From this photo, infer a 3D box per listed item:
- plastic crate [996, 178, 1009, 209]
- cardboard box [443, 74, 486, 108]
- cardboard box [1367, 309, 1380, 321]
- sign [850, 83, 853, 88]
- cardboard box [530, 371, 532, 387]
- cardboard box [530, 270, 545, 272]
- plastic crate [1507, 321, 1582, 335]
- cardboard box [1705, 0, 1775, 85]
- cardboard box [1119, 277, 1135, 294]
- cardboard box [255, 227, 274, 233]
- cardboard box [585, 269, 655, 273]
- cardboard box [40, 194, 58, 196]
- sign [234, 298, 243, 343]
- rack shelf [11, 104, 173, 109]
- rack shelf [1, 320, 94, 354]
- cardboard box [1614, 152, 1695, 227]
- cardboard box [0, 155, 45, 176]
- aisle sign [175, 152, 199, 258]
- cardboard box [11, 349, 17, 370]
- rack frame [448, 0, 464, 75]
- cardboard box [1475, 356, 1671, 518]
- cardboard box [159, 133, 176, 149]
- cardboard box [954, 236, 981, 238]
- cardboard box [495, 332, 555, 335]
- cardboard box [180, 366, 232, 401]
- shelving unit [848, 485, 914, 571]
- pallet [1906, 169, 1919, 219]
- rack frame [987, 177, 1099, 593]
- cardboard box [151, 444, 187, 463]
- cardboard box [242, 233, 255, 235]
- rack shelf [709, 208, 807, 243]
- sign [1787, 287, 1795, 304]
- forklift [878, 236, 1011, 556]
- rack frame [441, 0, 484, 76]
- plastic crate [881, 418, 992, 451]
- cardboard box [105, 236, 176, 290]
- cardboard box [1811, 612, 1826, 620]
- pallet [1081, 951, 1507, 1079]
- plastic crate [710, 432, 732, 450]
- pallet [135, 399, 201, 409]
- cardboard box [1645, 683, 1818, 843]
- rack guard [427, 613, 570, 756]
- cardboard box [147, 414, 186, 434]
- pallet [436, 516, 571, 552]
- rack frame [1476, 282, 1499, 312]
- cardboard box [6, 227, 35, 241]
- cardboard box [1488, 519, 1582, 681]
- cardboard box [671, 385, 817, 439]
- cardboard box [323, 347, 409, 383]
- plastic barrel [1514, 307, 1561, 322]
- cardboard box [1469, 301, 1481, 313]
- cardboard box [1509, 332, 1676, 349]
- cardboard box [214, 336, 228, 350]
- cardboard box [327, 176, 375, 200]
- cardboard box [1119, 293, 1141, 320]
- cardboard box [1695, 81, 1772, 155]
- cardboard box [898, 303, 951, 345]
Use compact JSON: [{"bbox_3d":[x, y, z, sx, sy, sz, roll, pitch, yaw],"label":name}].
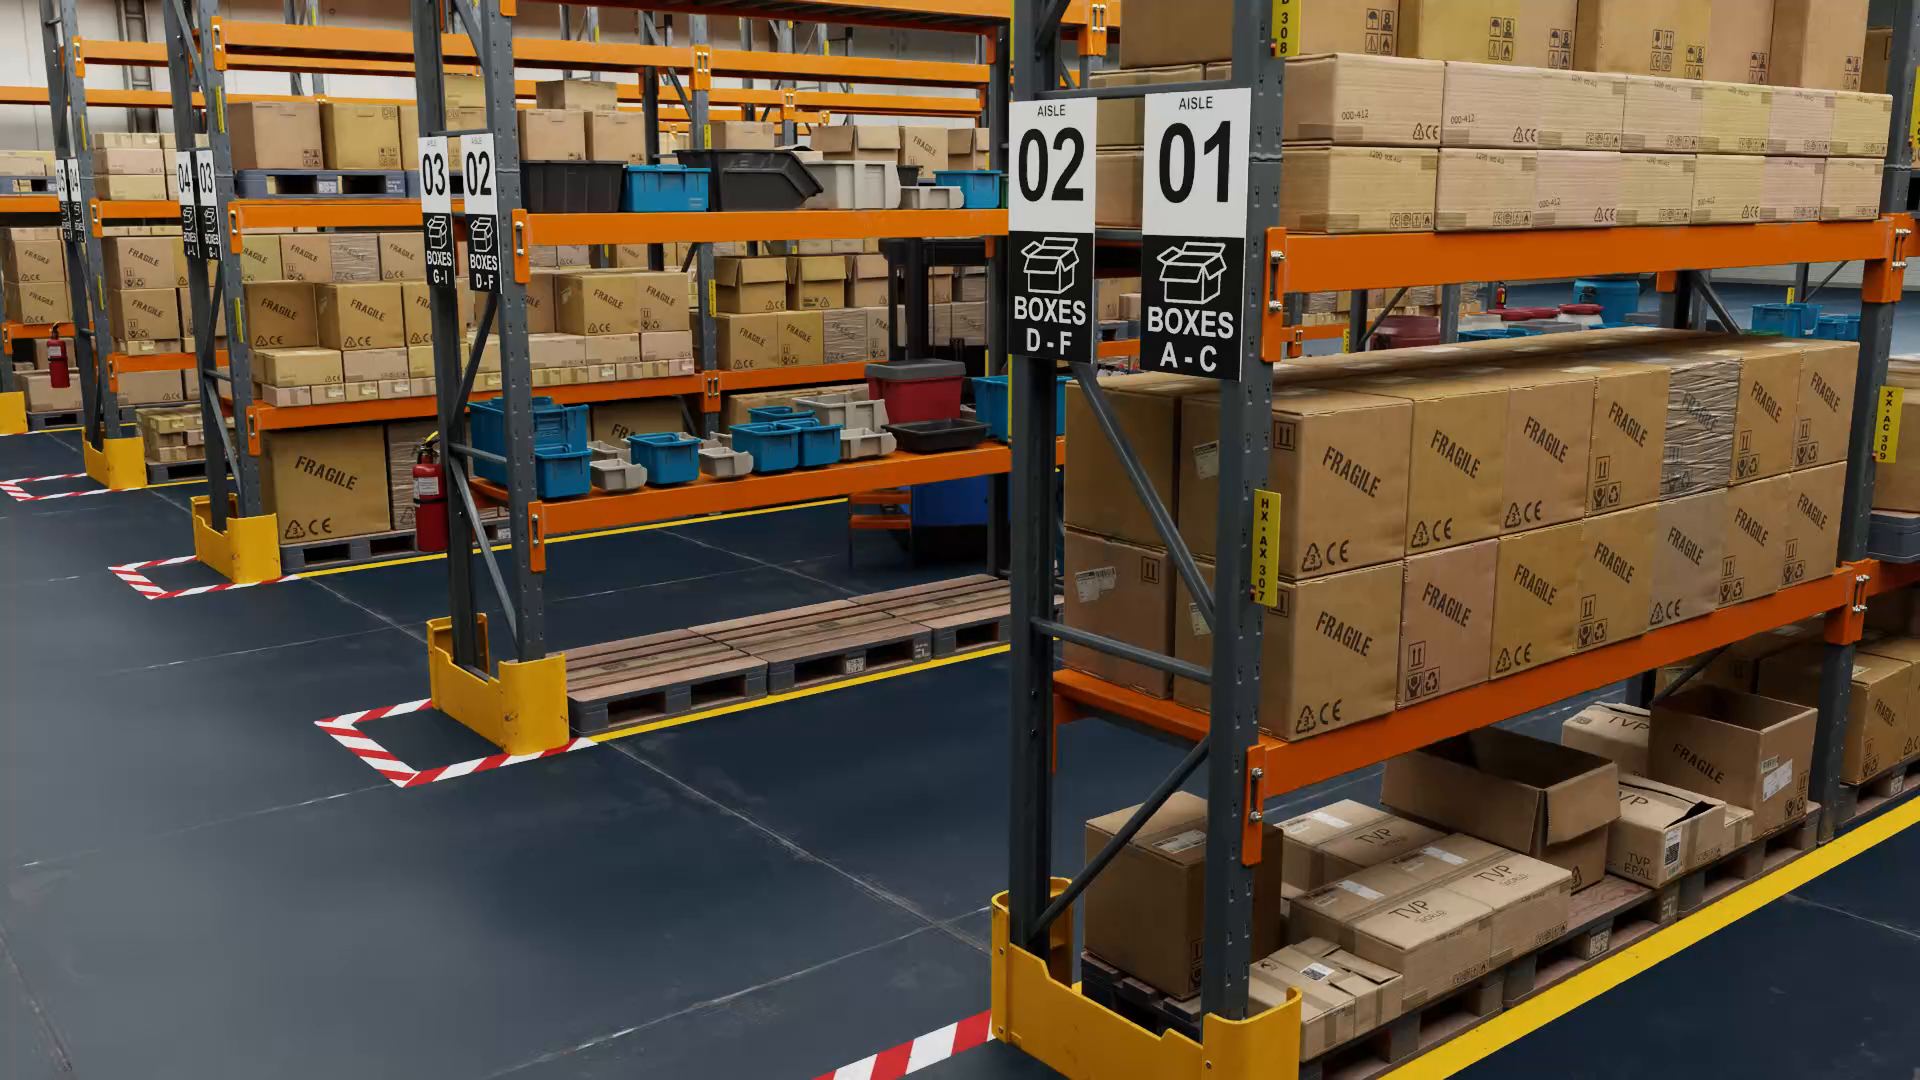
[{"bbox_3d":[0.414,-2.224,10.670,0.662,0.188,0.450,-9,15,-38],"label":"plastic crate"},{"bbox_3d":[-4.078,-3.647,13.561,0.500,0.250,0.500,-10,16,-39],"label":"cardboard box"},{"bbox_3d":[5.025,-2.828,20.831,0.250,0.149,0.380,-9,15,-38],"label":"cardboard box"},{"bbox_3d":[-2.134,-9.077,32.772,0.005,0.325,0.100,-9,15,-38],"label":"sign"},{"bbox_3d":[-3.774,-1.352,13.881,0.250,0.149,0.380,-9,15,-37],"label":"cardboard box"},{"bbox_3d":[-4.954,-3.111,19.719,0.250,0.149,0.380,-10,16,-39],"label":"cardboard box"},{"bbox_3d":[5.133,-1.675,14.640,0.583,0.464,0.402,-9,15,-38],"label":"plastic crate"},{"bbox_3d":[2.813,-2.055,6.714,0.500,0.500,0.700,-9,15,-38],"label":"cardboard box"},{"bbox_3d":[2.232,-3.958,25.184,0.500,0.550,0.875,-9,15,-38],"label":"cardboard box"},{"bbox_3d":[-9.245,-4.091,21.966,0.250,0.149,0.380,-9,15,-38],"label":"cardboard box"},{"bbox_3d":[-3.072,-2.186,15.042,0.500,0.500,0.500,-9,15,-38],"label":"cardboard box"},{"bbox_3d":[-13.549,-5.170,24.640,0.250,0.149,0.380,-10,15,-38],"label":"cardboard box"},{"bbox_3d":[-5.319,-1.620,12.262,0.005,0.325,0.100,-9,15,-38],"label":"sign"},{"bbox_3d":[-13.394,-6.501,24.821,4.000,0.370,1.077,-9,15,-38],"label":"rack shelf"},{"bbox_3d":[-10.291,-2.764,21.654,4.000,0.370,1.077,-9,15,-38],"label":"rack shelf"},{"bbox_3d":[2.258,-1.255,5.955,0.500,0.250,0.500,-9,15,-38],"label":"cardboard box"},{"bbox_3d":[-11.557,-4.577,20.351,0.500,0.250,0.500,-11,16,-43],"label":"cardboard box"},{"bbox_3d":[-5.905,-2.560,12.703,0.004,0.787,0.394,-9,15,-38],"label":"aisle sign"},{"bbox_3d":[-14.419,-2.709,24.664,0.637,0.503,0.797,-10,16,-40],"label":"cardboard box"},{"bbox_3d":[-8.709,-7.633,28.412,0.127,3.000,1.000,-9,15,-38],"label":"rack frame"},{"bbox_3d":[2.229,-0.394,6.113,0.500,0.500,0.500,-10,15,-38],"label":"cardboard box"},{"bbox_3d":[-7.818,-3.958,16.525,0.250,0.149,0.380,-9,15,-38],"label":"cardboard box"},{"bbox_3d":[-0.095,-4.029,23.233,0.500,0.500,0.700,-10,15,-39],"label":"cardboard box"},{"bbox_3d":[-3.861,-1.690,14.509,0.500,0.250,0.500,-9,15,-36],"label":"cardboard box"},{"bbox_3d":[-9.985,-2.147,22.175,0.875,0.438,0.875,-10,16,-39],"label":"cardboard box"},{"bbox_3d":[-0.619,-0.370,12.981,0.503,1.200,0.258,0,12,0],"label":"shelving unit"},{"bbox_3d":[4.201,-1.609,7.716,1.003,0.211,1.213,-9,15,-38],"label":"pallet"},{"bbox_3d":[0.556,-0.964,11.449,0.127,3.000,1.000,-9,15,-38],"label":"rack frame"},{"bbox_3d":[-8.072,-0.893,16.966,0.250,0.149,0.380,-9,15,-37],"label":"cardboard box"},{"bbox_3d":[-7.683,-2.984,17.597,0.500,0.500,0.500,-8,15,-35],"label":"cardboard box"},{"bbox_3d":[-0.976,-3.143,16.217,4.000,0.370,1.077,-9,15,-38],"label":"rack shelf"},{"bbox_3d":[9.586,-2.747,19.176,0.005,0.325,0.100,-9,15,-38],"label":"sign"},{"bbox_3d":[-0.107,-1.561,14.426,1.130,2.935,3.031,-2,12,-10],"label":"forklift"},{"bbox_3d":[-5.558,-5.520,18.459,0.127,3.000,1.000,-9,15,-38],"label":"rack frame"},{"bbox_3d":[-0.150,-0.670,10.582,0.590,0.125,0.437,-9,15,-38],"label":"plastic crate"},{"bbox_3d":[-8.165,-2.765,16.565,0.500,0.500,0.500,-10,15,-38],"label":"cardboard box"},{"bbox_3d":[4.637,0.609,8.999,0.500,0.500,0.500,-9,15,-37],"label":"cardboard box"},{"bbox_3d":[1.205,1.609,6.043,1.213,0.211,1.003,-9,15,-38],"label":"pallet"},{"bbox_3d":[-1.387,-0.598,10.212,0.250,0.136,0.298,-9,15,-38],"label":"plastic crate"},{"bbox_3d":[-10.325,-1.766,21.937,1.213,0.211,1.003,-9,15,-38],"label":"pallet"},{"bbox_3d":[3.380,0.967,7.312,0.500,0.500,0.500,-9,15,-38],"label":"cardboard box"},{"bbox_3d":[-2.578,0.783,9.240,0.348,0.500,1.175,-9,15,-38],"label":"rack guard"},{"bbox_3d":[-8.060,-1.181,16.889,0.250,0.149,0.380,-10,16,-40],"label":"cardboard box"},{"bbox_3d":[-4.134,-0.159,14.367,1.213,0.211,1.003,-9,15,-38],"label":"pallet"},{"bbox_3d":[6.832,-3.325,22.565,0.127,3.000,1.000,-9,15,-38],"label":"rack frame"},{"bbox_3d":[-11.402,-3.713,20.181,0.250,0.149,0.380,-9,15,-36],"label":"cardboard box"},{"bbox_3d":[1.829,0.162,5.902,0.500,0.500,0.500,-9,15,-38],"label":"cardboard box"},{"bbox_3d":[-2.051,-1.020,15.816,0.875,0.875,1.225,-9,15,-37],"label":"cardboard box"},{"bbox_3d":[-4.716,-1.408,13.182,0.500,0.250,0.500,-10,15,-38],"label":"cardboard box"},{"bbox_3d":[5.346,-1.885,15.458,0.433,0.535,0.433,0,12,0],"label":"plastic barrel"},{"bbox_3d":[6.739,-3.131,22.259,0.250,0.149,0.380,-9,15,-38],"label":"cardboard box"},{"bbox_3d":[2.701,-0.616,7.160,0.500,0.500,0.500,-10,16,-39],"label":"cardboard box"},{"bbox_3d":[-7.690,-2.054,17.186,0.250,0.149,0.380,-9,15,-35],"label":"cardboard box"},{"bbox_3d":[-6.566,-3.743,17.673,0.500,0.250,0.500,-10,15,-38],"label":"cardboard box"},{"bbox_3d":[2.038,-2.599,18.497,0.500,0.250,0.500,-10,16,-39],"label":"cardboard box"},{"bbox_3d":[2.653,-1.563,6.204,0.500,0.250,0.500,-9,15,-38],"label":"cardboard box"},{"bbox_3d":[-0.442,-2.100,16.555,0.500,0.500,0.500,-10,16,-39],"label":"cardboard box"}]
